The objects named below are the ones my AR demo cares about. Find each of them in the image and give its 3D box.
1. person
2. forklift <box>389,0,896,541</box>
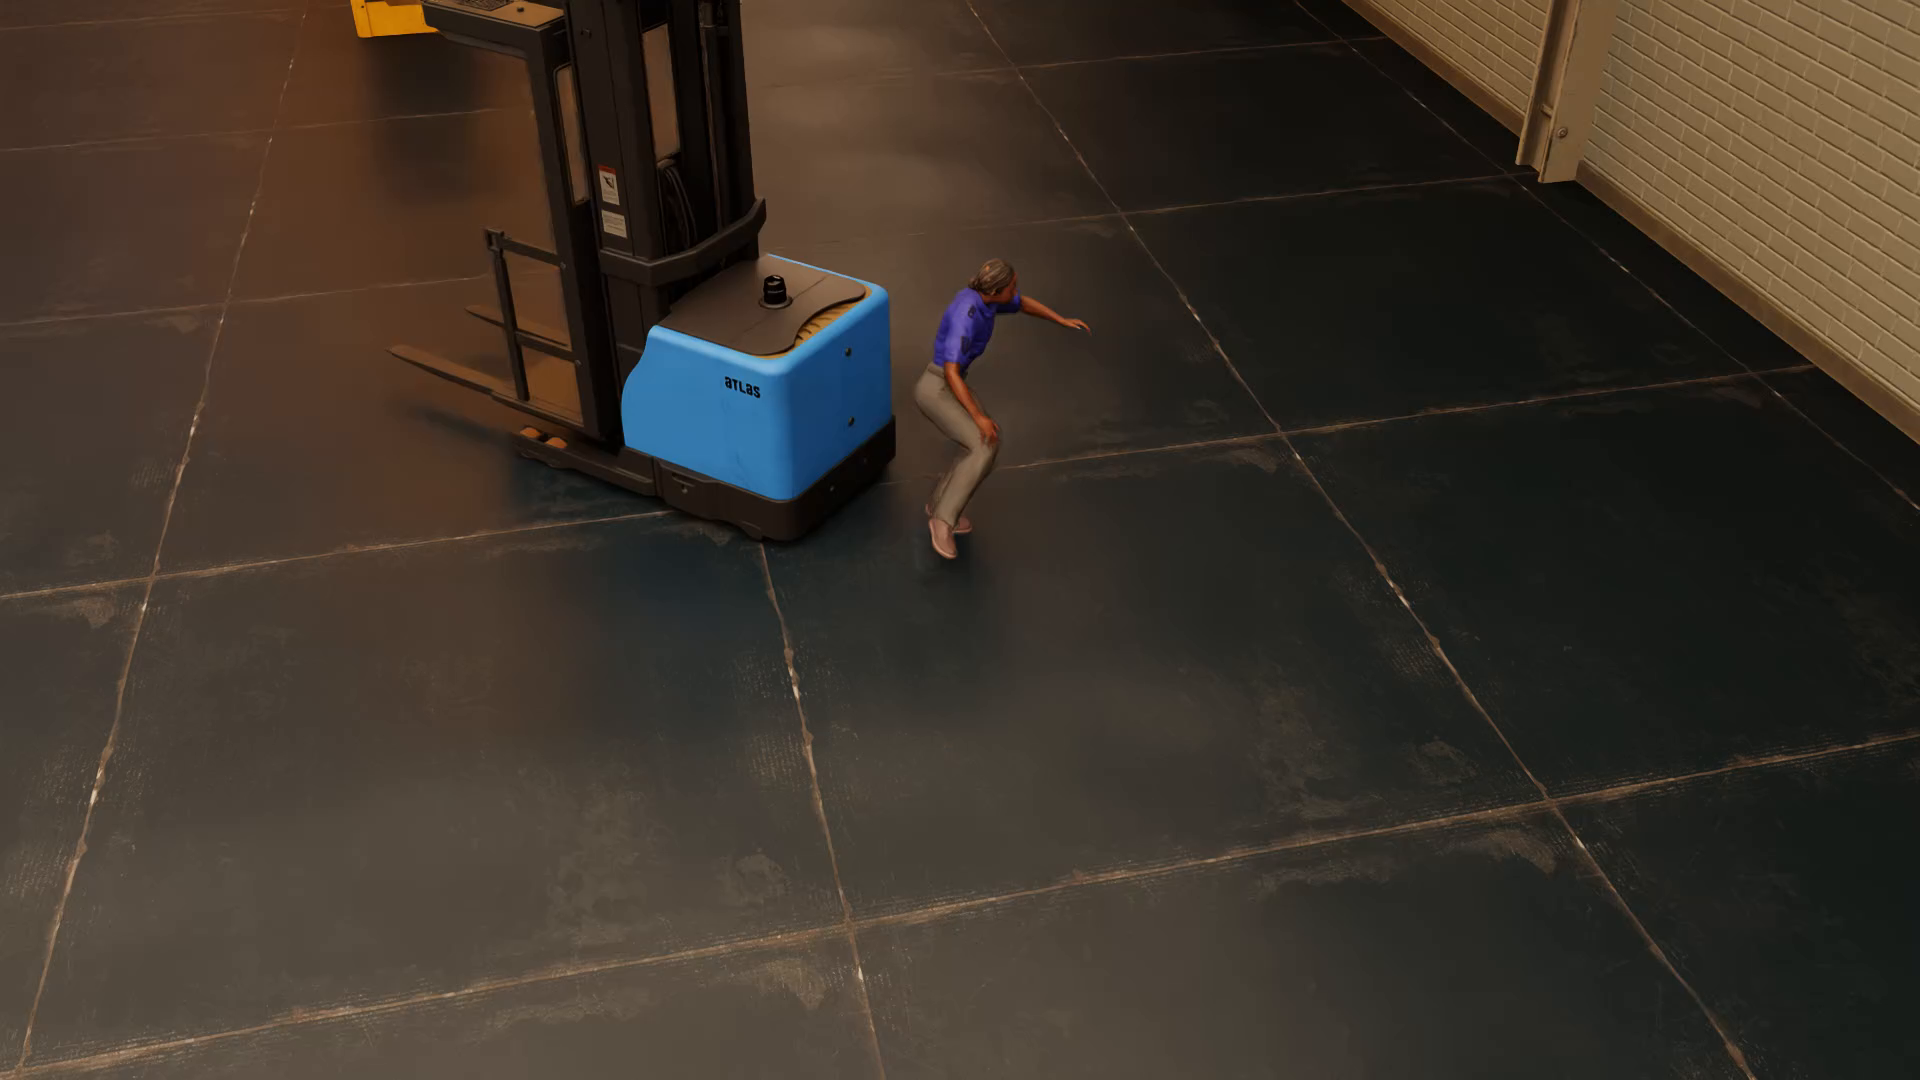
[{"bbox_3d":[0.164,-0.678,8.310,0.878,1.417,1.095,6,36,9],"label":"person"},{"bbox_3d":[-1.876,-1.824,8.585,3.031,2.935,1.130,20,40,25],"label":"forklift"}]
